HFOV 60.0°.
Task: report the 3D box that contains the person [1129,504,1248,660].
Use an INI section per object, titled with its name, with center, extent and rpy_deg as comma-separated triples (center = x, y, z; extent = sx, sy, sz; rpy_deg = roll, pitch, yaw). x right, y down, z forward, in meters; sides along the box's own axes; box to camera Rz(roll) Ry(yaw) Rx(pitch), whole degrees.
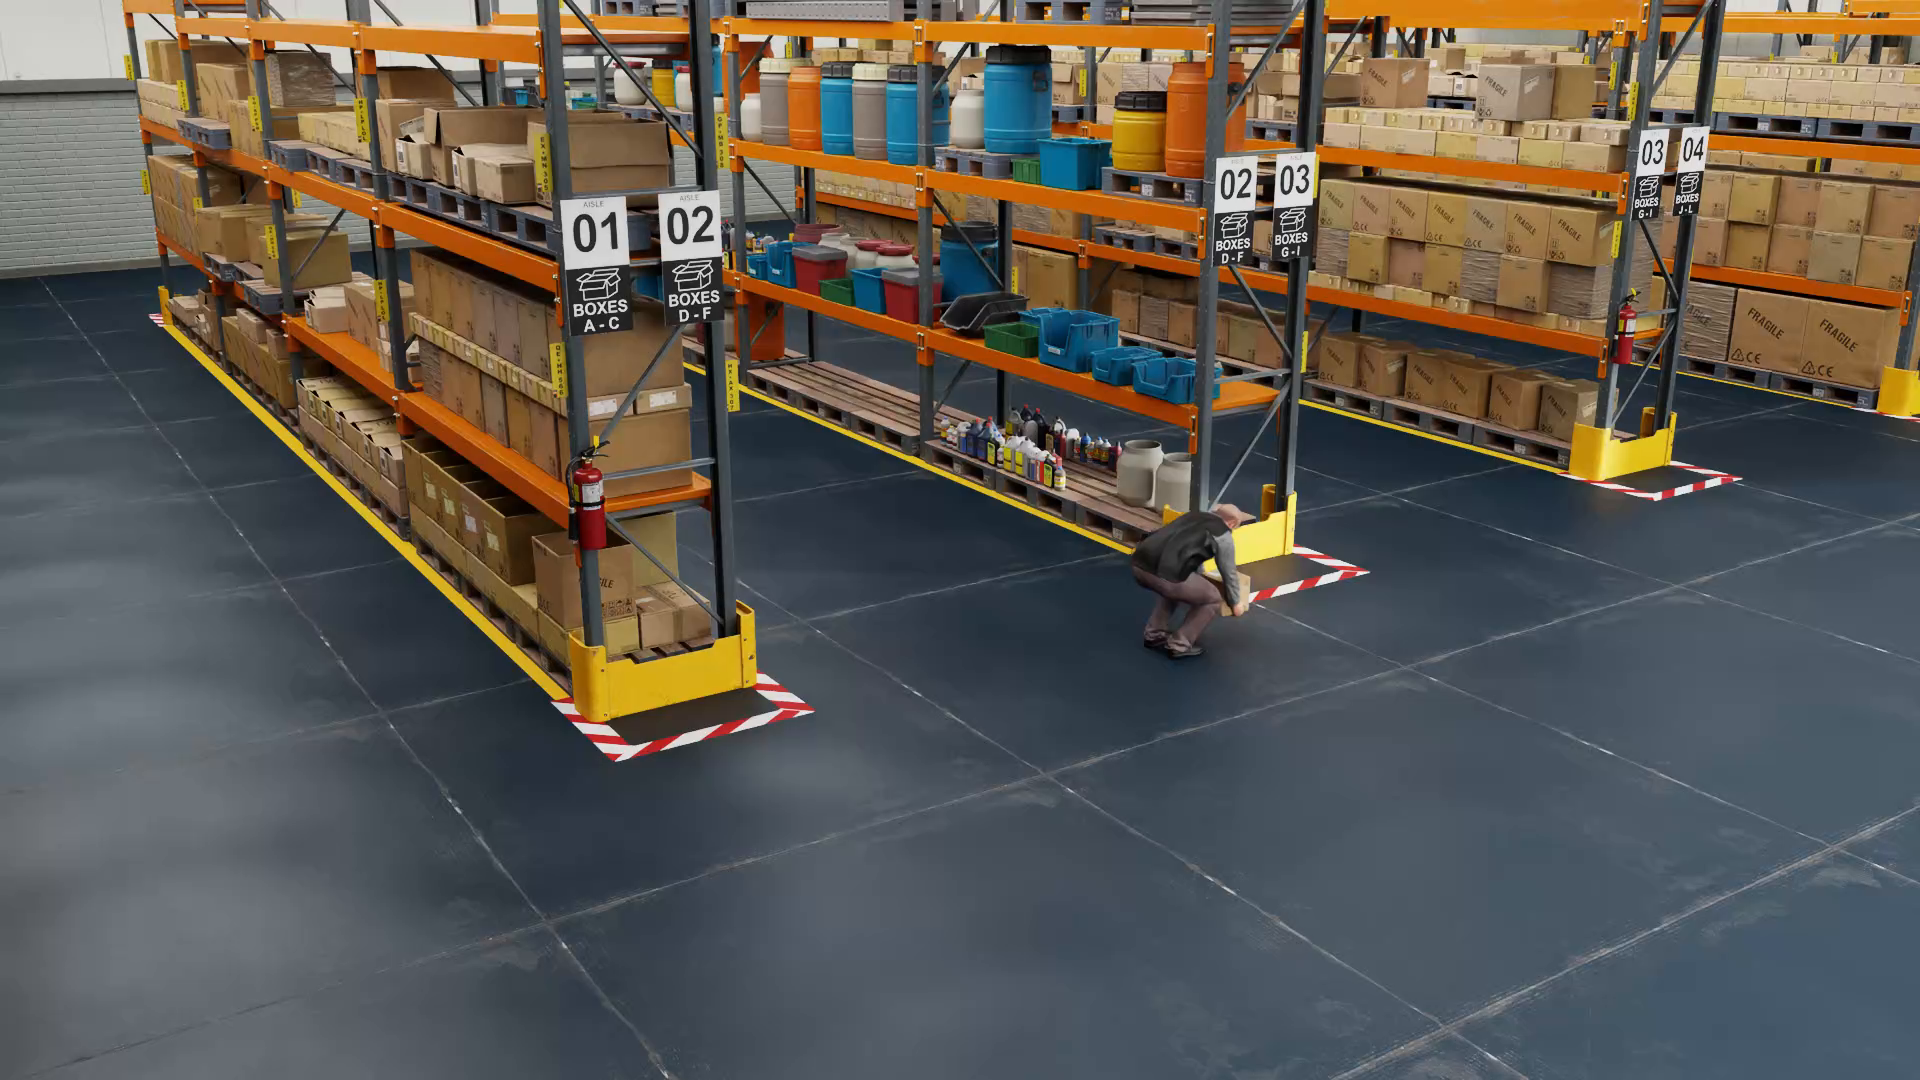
[person]
center = 1.591, 0.283, 11.483
extent = 0.921, 0.949, 0.518
rpy_deg = -12, 22, -33
